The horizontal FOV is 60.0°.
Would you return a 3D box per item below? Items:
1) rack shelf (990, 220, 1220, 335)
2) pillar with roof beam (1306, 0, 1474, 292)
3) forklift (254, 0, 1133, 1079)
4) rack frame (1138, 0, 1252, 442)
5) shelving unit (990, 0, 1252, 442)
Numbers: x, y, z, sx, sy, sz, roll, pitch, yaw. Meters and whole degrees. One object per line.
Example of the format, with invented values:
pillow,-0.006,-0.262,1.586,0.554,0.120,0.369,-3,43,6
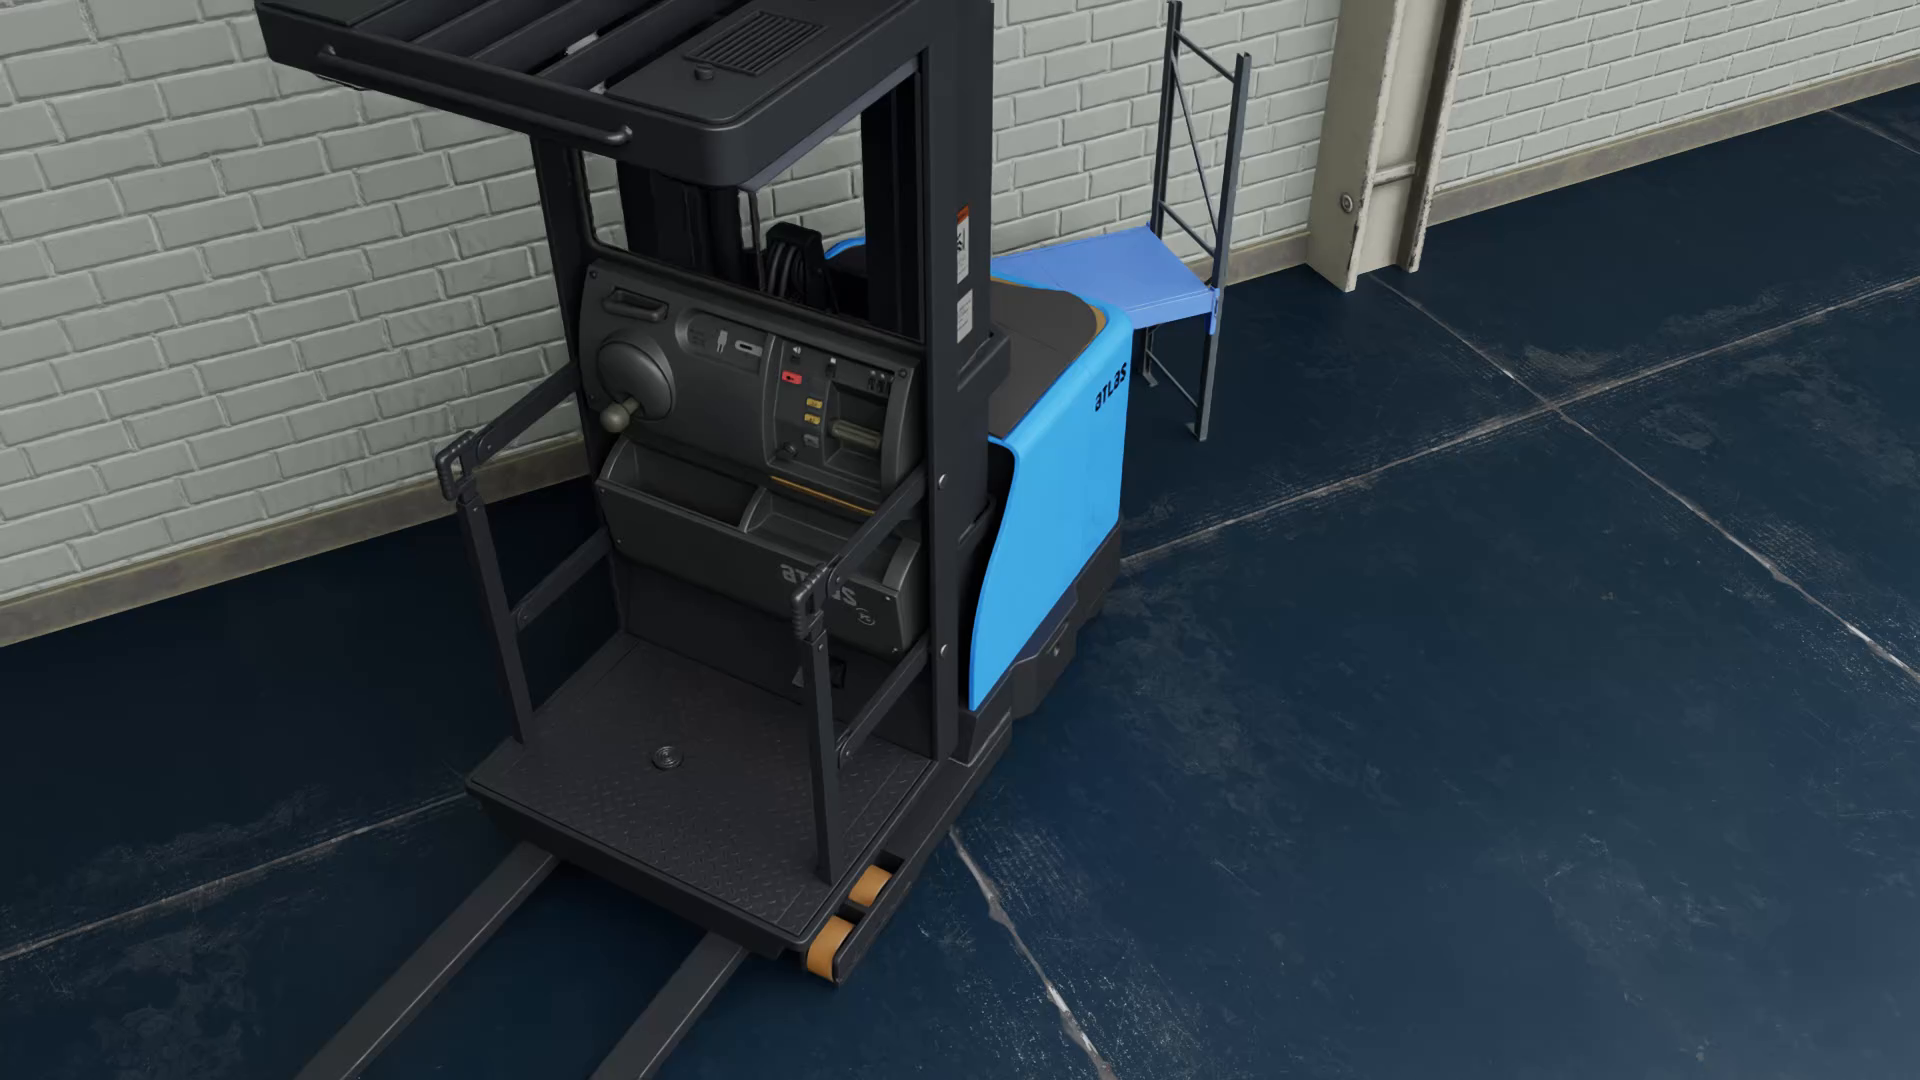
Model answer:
rack shelf,0.339,-0.828,5.846,1.000,0.185,0.538,-15,43,-17
pillar with roof beam,3.708,-2.153,1.329,0.400,9.000,9.100,-19,44,-21
forklift,-0.627,-0.300,3.835,1.130,2.935,3.031,20,44,22
rack frame,0.809,-1.091,5.878,0.032,1.500,0.500,-15,43,-17
shelving unit,0.339,-0.965,5.730,1.048,1.500,0.538,-15,43,-17
